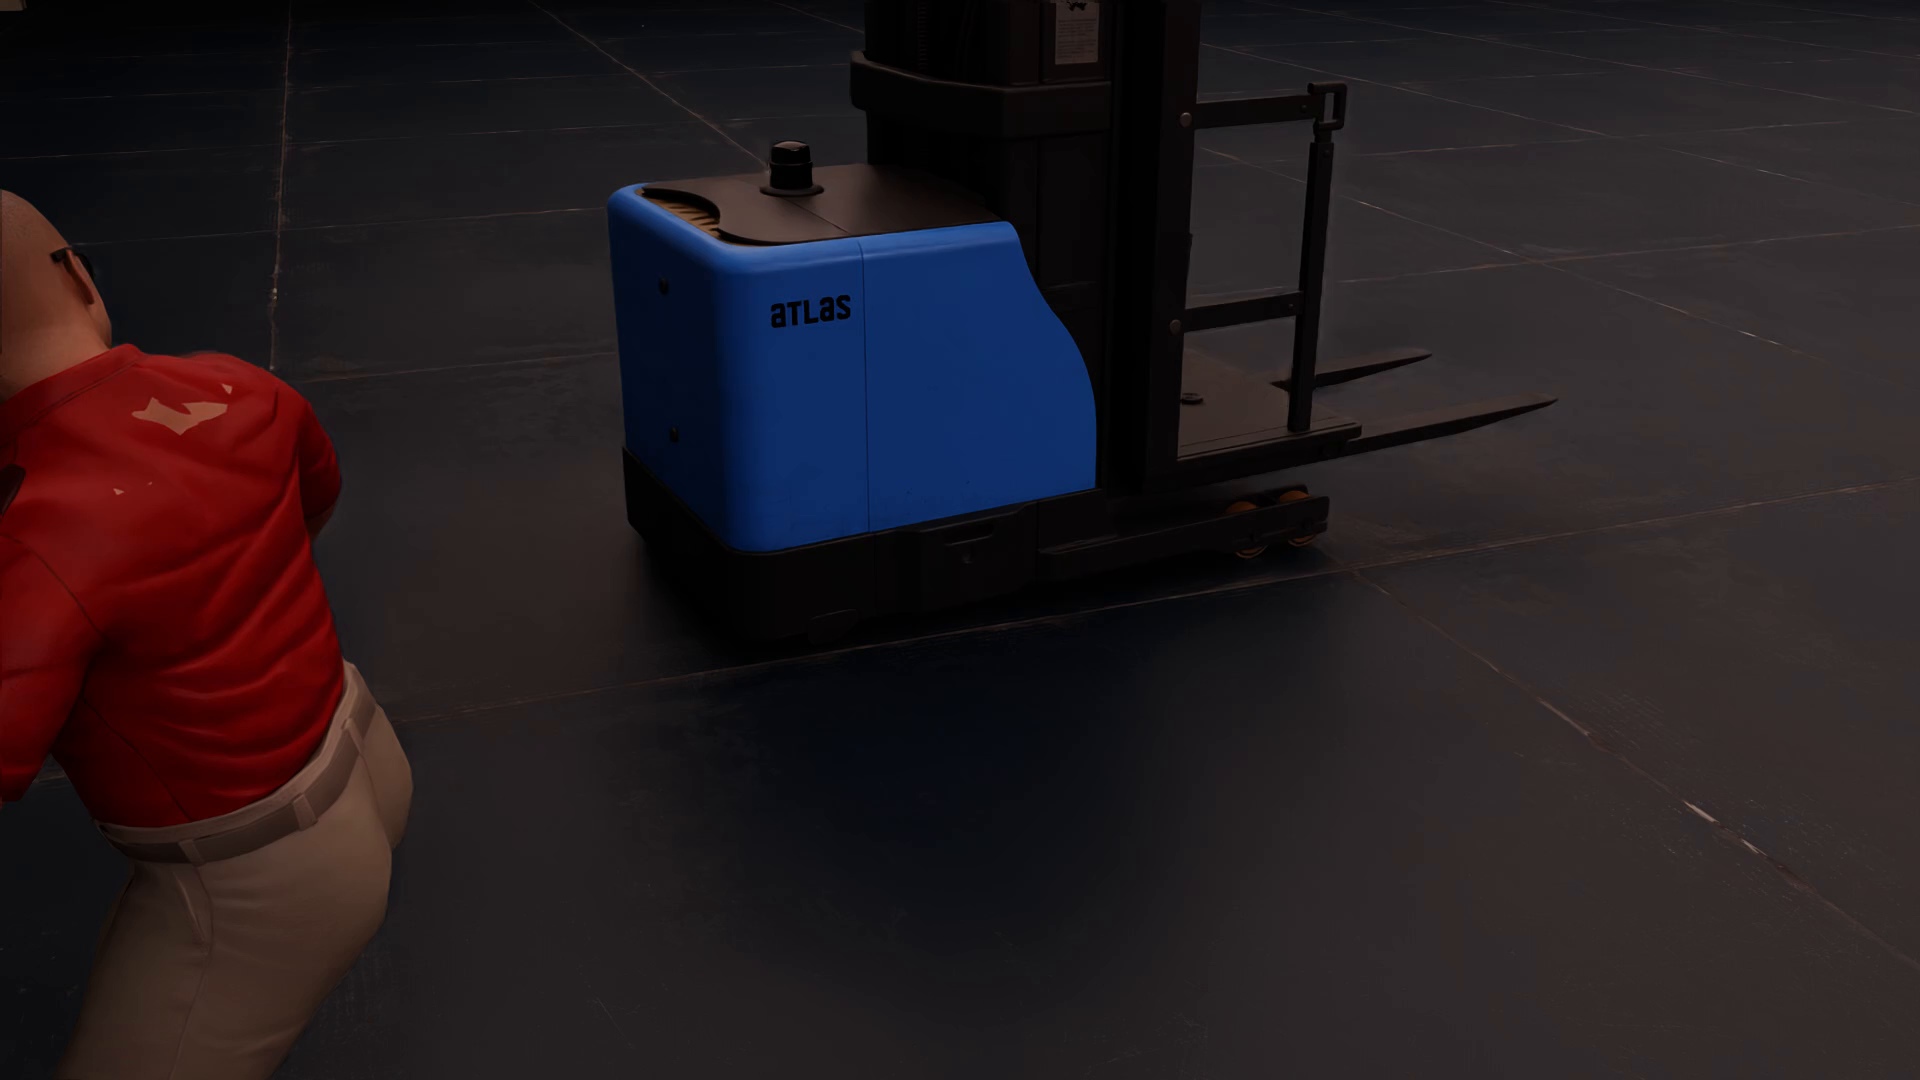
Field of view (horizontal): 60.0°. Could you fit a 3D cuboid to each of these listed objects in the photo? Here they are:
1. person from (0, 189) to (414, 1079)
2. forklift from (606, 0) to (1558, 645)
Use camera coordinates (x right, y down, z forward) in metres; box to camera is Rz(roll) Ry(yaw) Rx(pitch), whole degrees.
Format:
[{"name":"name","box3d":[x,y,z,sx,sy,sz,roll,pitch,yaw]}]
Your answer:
[{"name":"person","box3d":[-1.052,0.403,2.034,0.700,1.670,0.783,-2,23,-6]},{"name":"forklift","box3d":[0.537,-1.465,4.783,3.031,2.935,1.130,-12,25,-26]}]
